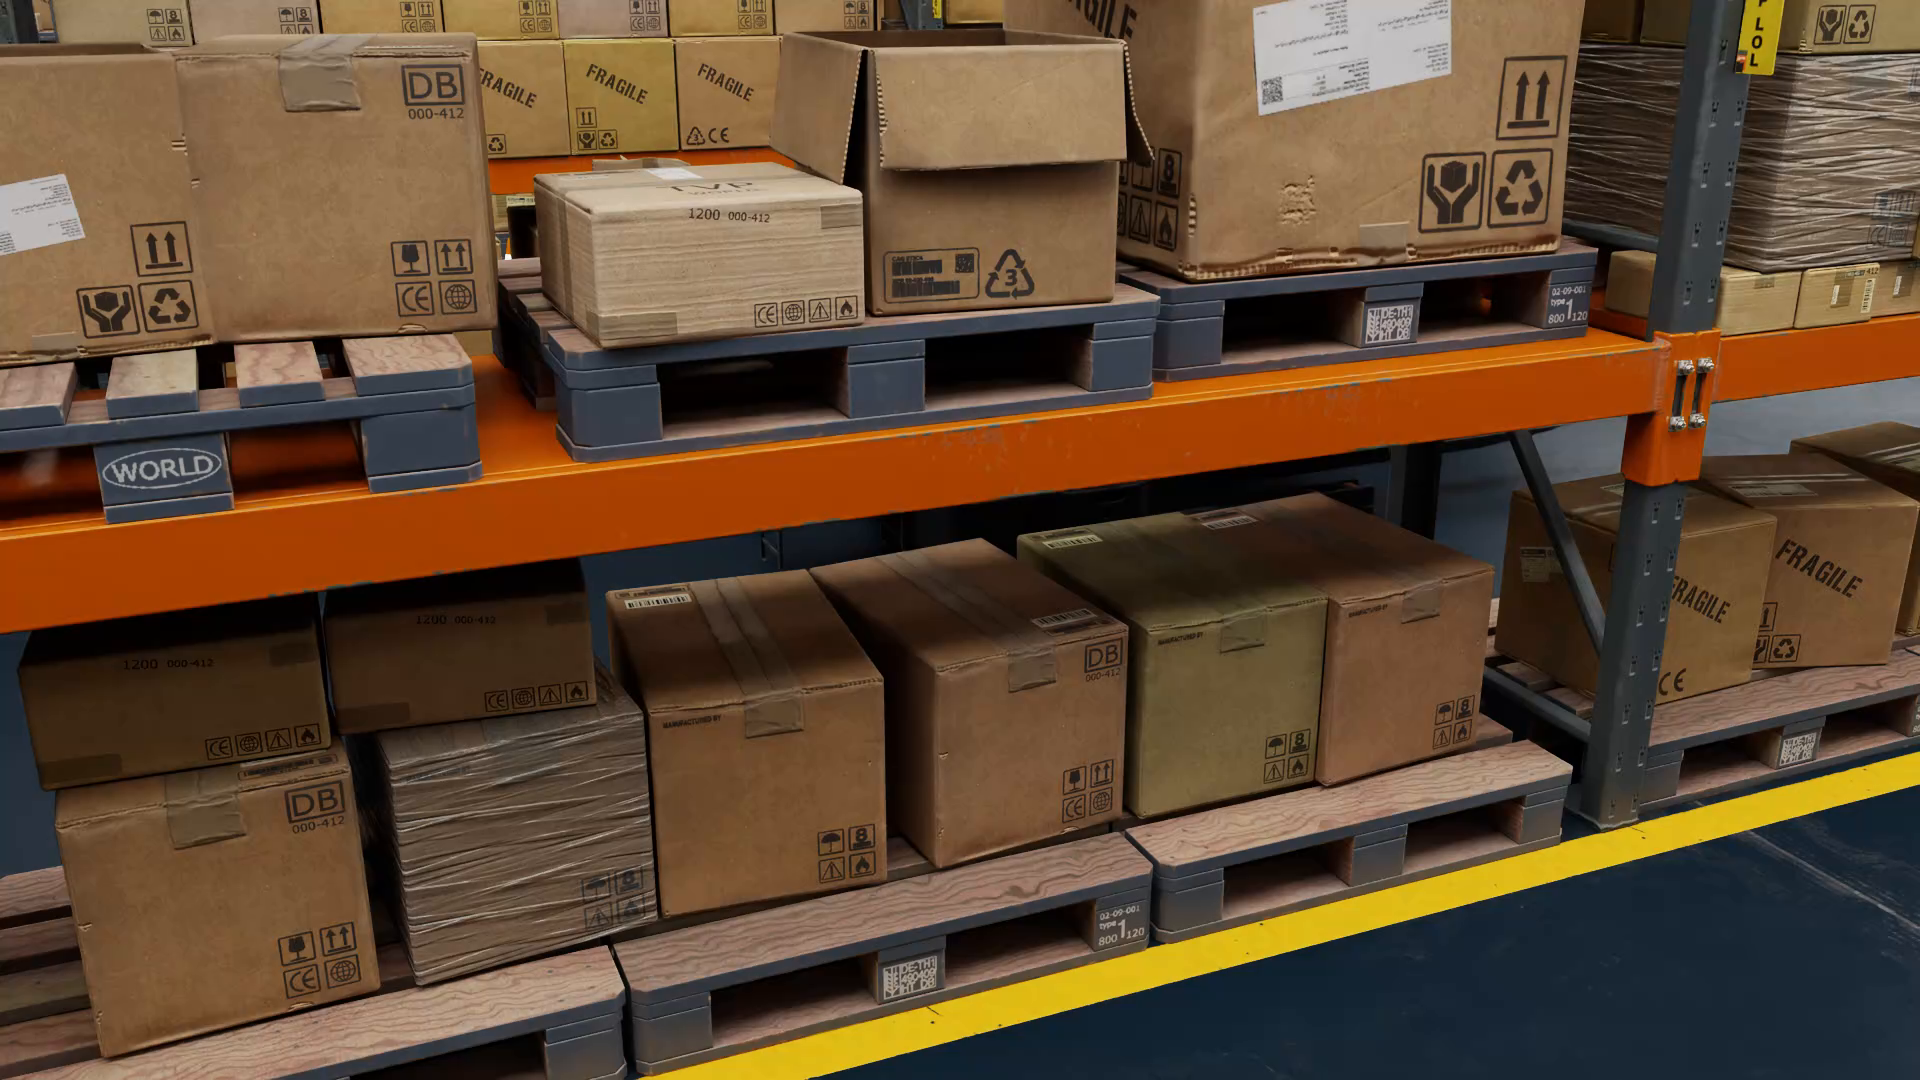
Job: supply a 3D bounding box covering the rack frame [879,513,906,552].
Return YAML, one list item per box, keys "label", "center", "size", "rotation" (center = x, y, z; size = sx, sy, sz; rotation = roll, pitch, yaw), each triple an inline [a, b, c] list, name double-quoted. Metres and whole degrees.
- label: "rack frame"
  center: [-0.259, -0.526, 6.210]
  size: [0.015, 1.200, 0.240]
  rotation: [-9, 21, -23]

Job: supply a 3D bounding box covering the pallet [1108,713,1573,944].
- label: "pallet"
  center: [0.821, 0.610, 4.473]
  size: [1.213, 0.211, 1.003]
  rotation: [-8, 21, -22]

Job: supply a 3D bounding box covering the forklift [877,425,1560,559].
- label: "forklift"
  center: [1.112, -1.569, 6.565]
  size: [3.031, 2.935, 1.130]
  rotation: [-9, 21, -23]

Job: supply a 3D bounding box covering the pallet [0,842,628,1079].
- label: "pallet"
  center: [-1.420, 0.931, 3.561]
  size: [1.213, 0.211, 1.003]
  rotation: [-8, 21, -22]

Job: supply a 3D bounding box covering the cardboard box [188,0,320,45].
- label: "cardboard box"
  center: [-3.130, -2.450, 7.307]
  size: [0.500, 0.500, 0.700]
  rotation: [-8, 21, -23]

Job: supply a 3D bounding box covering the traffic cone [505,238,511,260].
- label: "traffic cone"
  center: [-2.844, -1.701, 10.656]
  size: [0.334, 0.463, 0.336]
  rotation: [-8, 21, -22]

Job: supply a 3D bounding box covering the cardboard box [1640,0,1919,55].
- label: "cardboard box"
  center: [2.049, -1.449, 4.018]
  size: [0.500, 0.500, 0.500]
  rotation: [-8, 21, -22]

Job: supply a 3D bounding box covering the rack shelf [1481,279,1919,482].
- label: "rack shelf"
  center: [3.372, -0.732, 5.168]
  size: [4.000, 0.370, 1.077]
  rotation: [-8, 21, -22]

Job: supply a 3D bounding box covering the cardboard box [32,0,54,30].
- label: "cardboard box"
  center: [-8.567, -5.043, 15.544]
  size: [0.500, 0.500, 0.500]
  rotation: [-7, 21, -19]

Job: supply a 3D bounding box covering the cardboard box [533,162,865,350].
- label: "cardboard box"
  center: [-0.508, -0.560, 3.189]
  size: [0.500, 0.250, 0.500]
  rotation: [-9, 21, -23]

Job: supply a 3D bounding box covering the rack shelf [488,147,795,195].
- label: "rack shelf"
  center: [-2.173, -1.732, 8.007]
  size: [4.000, 0.370, 1.077]
  rotation: [-8, 21, -22]

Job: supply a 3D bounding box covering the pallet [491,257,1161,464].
- label: "pallet"
  center: [-0.336, -0.465, 3.614]
  size: [1.213, 0.211, 1.003]
  rotation: [-8, 21, -22]

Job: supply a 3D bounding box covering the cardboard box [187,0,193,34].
- label: "cardboard box"
  center: [-5.082, -3.749, 11.423]
  size: [0.500, 0.500, 0.500]
  rotation: [-7, 21, -19]

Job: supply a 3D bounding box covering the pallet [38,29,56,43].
- label: "pallet"
  center: [-8.627, -4.616, 15.406]
  size: [1.003, 0.211, 1.213]
  rotation: [-8, 21, -22]

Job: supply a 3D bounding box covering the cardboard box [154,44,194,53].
- label: "cardboard box"
  center: [-3.490, -1.832, 7.058]
  size: [0.500, 0.500, 0.500]
  rotation: [-8, 21, -21]

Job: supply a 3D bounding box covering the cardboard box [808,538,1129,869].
- label: "cardboard box"
  center: [0.004, 0.368, 4.062]
  size: [0.500, 0.500, 0.700]
  rotation: [-10, 22, -27]

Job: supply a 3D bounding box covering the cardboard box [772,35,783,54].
- label: "cardboard box"
  center: [-0.710, -2.231, 8.192]
  size: [0.500, 0.500, 0.500]
  rotation: [-8, 21, -22]

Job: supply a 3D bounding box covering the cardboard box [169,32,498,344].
- label: "cardboard box"
  center: [-1.185, -0.715, 3.252]
  size: [0.500, 0.500, 0.700]
  rotation: [-5, 20, -14]

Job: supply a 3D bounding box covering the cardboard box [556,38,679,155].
- label: "cardboard box"
  center: [-1.638, -2.098, 7.814]
  size: [0.500, 0.500, 0.500]
  rotation: [-8, 21, -21]

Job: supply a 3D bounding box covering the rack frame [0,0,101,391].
- label: "rack frame"
  center: [-4.010, -1.808, 7.141]
  size: [0.127, 3.000, 1.000]
  rotation: [-8, 21, -22]

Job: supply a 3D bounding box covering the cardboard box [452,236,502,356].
- label: "cardboard box"
  center: [-2.613, -1.114, 7.924]
  size: [0.750, 0.750, 1.050]
  rotation: [-8, 21, -21]

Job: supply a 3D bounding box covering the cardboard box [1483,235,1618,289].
- label: "cardboard box"
  center: [1.616, -0.808, 4.678]
  size: [0.250, 0.149, 0.380]
  rotation: [-8, 21, -22]

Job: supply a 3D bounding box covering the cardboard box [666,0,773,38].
- label: "cardboard box"
  center: [-1.262, -2.718, 8.068]
  size: [0.500, 0.500, 0.700]
  rotation: [-9, 21, -23]

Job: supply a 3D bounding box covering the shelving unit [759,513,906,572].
- label: "shelving unit"
  center: [-0.481, -0.493, 6.115]
  size: [0.503, 1.200, 0.258]
  rotation: [-9, 21, -23]

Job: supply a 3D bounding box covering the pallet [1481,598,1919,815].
- label: "pallet"
  center: [2.138, 0.408, 5.046]
  size: [1.213, 0.211, 1.003]
  rotation: [-8, 21, -22]

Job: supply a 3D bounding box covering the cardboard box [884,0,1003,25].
- label: "cardboard box"
  center: [0.016, -2.952, 8.539]
  size: [0.550, 0.550, 0.875]
  rotation: [-8, 21, -22]

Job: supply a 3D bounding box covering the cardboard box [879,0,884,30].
- label: "cardboard box"
  center: [-0.502, -4.199, 13.332]
  size: [0.500, 0.500, 0.500]
  rotation: [-8, 21, -21]

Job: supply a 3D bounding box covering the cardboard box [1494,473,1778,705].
- label: "cardboard box"
  center: [1.918, 0.132, 4.762]
  size: [0.500, 0.500, 0.500]
  rotation: [-9, 21, -24]

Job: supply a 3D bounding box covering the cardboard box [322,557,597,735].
- label: "cardboard box"
  center: [-1.051, 0.165, 3.508]
  size: [0.500, 0.250, 0.500]
  rotation: [-6, 20, -16]

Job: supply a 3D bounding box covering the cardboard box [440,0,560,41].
- label: "cardboard box"
  center: [-2.190, -2.585, 7.692]
  size: [0.500, 0.500, 0.700]
  rotation: [-8, 21, -22]

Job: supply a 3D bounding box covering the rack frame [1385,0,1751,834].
- label: "rack frame"
  center: [1.535, -0.808, 4.302]
  size: [0.127, 3.000, 1.000]
  rotation: [-8, 21, -22]

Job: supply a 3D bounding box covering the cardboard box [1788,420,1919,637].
- label: "cardboard box"
  center: [2.980, -0.051, 5.282]
  size: [0.500, 0.500, 0.500]
  rotation: [-10, 22, -27]

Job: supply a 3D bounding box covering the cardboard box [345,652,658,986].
- label: "cardboard box"
  center: [-1.026, 0.518, 3.635]
  size: [0.500, 0.500, 0.700]
  rotation: [-10, 22, -26]

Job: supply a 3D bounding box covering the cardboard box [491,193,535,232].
- label: "cardboard box"
  center: [-3.530, -2.624, 12.782]
  size: [0.625, 0.372, 0.950]
  rotation: [-7, 21, -19]

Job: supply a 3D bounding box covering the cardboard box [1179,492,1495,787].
- label: "cardboard box"
  center: [0.963, 0.237, 4.433]
  size: [0.500, 0.500, 0.700]
  rotation: [-10, 22, -26]

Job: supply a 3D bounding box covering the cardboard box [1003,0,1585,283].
- label: "cardboard box"
  center: [0.750, -1.228, 3.957]
  size: [1.000, 1.000, 1.000]
  rotation: [-8, 21, -22]

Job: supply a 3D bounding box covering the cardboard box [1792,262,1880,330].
- label: "cardboard box"
  center: [2.086, -0.655, 4.245]
  size: [0.250, 0.149, 0.380]
  rotation: [-8, 21, -22]

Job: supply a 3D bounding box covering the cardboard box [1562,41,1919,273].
- label: "cardboard box"
  center: [1.973, -1.036, 4.350]
  size: [0.500, 0.500, 0.875]
  rotation: [-8, 21, -22]
